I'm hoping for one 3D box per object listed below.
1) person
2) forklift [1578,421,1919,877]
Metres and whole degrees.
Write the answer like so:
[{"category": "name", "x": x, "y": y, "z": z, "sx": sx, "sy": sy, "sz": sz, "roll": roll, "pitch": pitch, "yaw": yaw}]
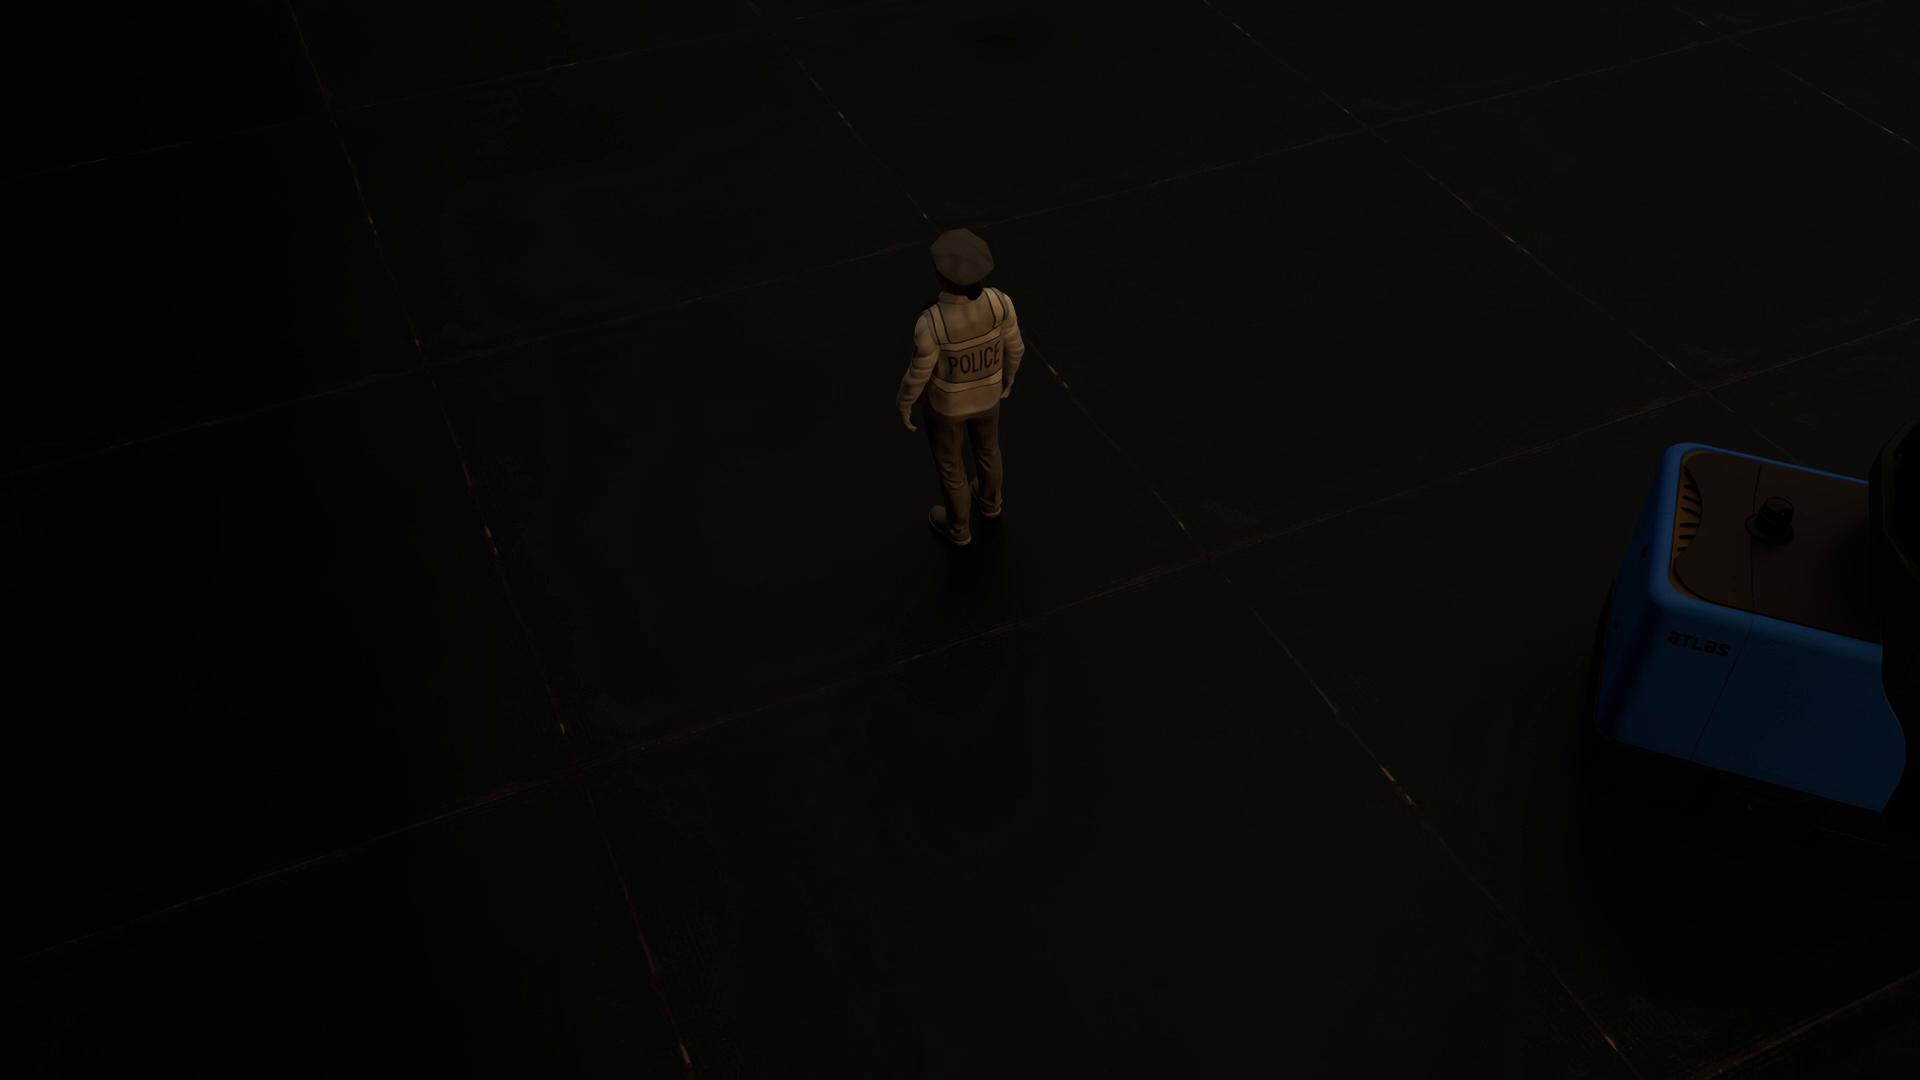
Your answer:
[{"category": "person", "x": -0.023, "y": -0.669, "z": 7.293, "sx": 0.588, "sy": 1.695, "sz": 0.531, "roll": -18, "pitch": 46, "yaw": -18}, {"category": "forklift", "x": 4.081, "y": -0.027, "z": 5.709, "sx": 3.031, "sy": 2.935, "sz": 1.130, "roll": 15, "pitch": 45, "yaw": 15}]
